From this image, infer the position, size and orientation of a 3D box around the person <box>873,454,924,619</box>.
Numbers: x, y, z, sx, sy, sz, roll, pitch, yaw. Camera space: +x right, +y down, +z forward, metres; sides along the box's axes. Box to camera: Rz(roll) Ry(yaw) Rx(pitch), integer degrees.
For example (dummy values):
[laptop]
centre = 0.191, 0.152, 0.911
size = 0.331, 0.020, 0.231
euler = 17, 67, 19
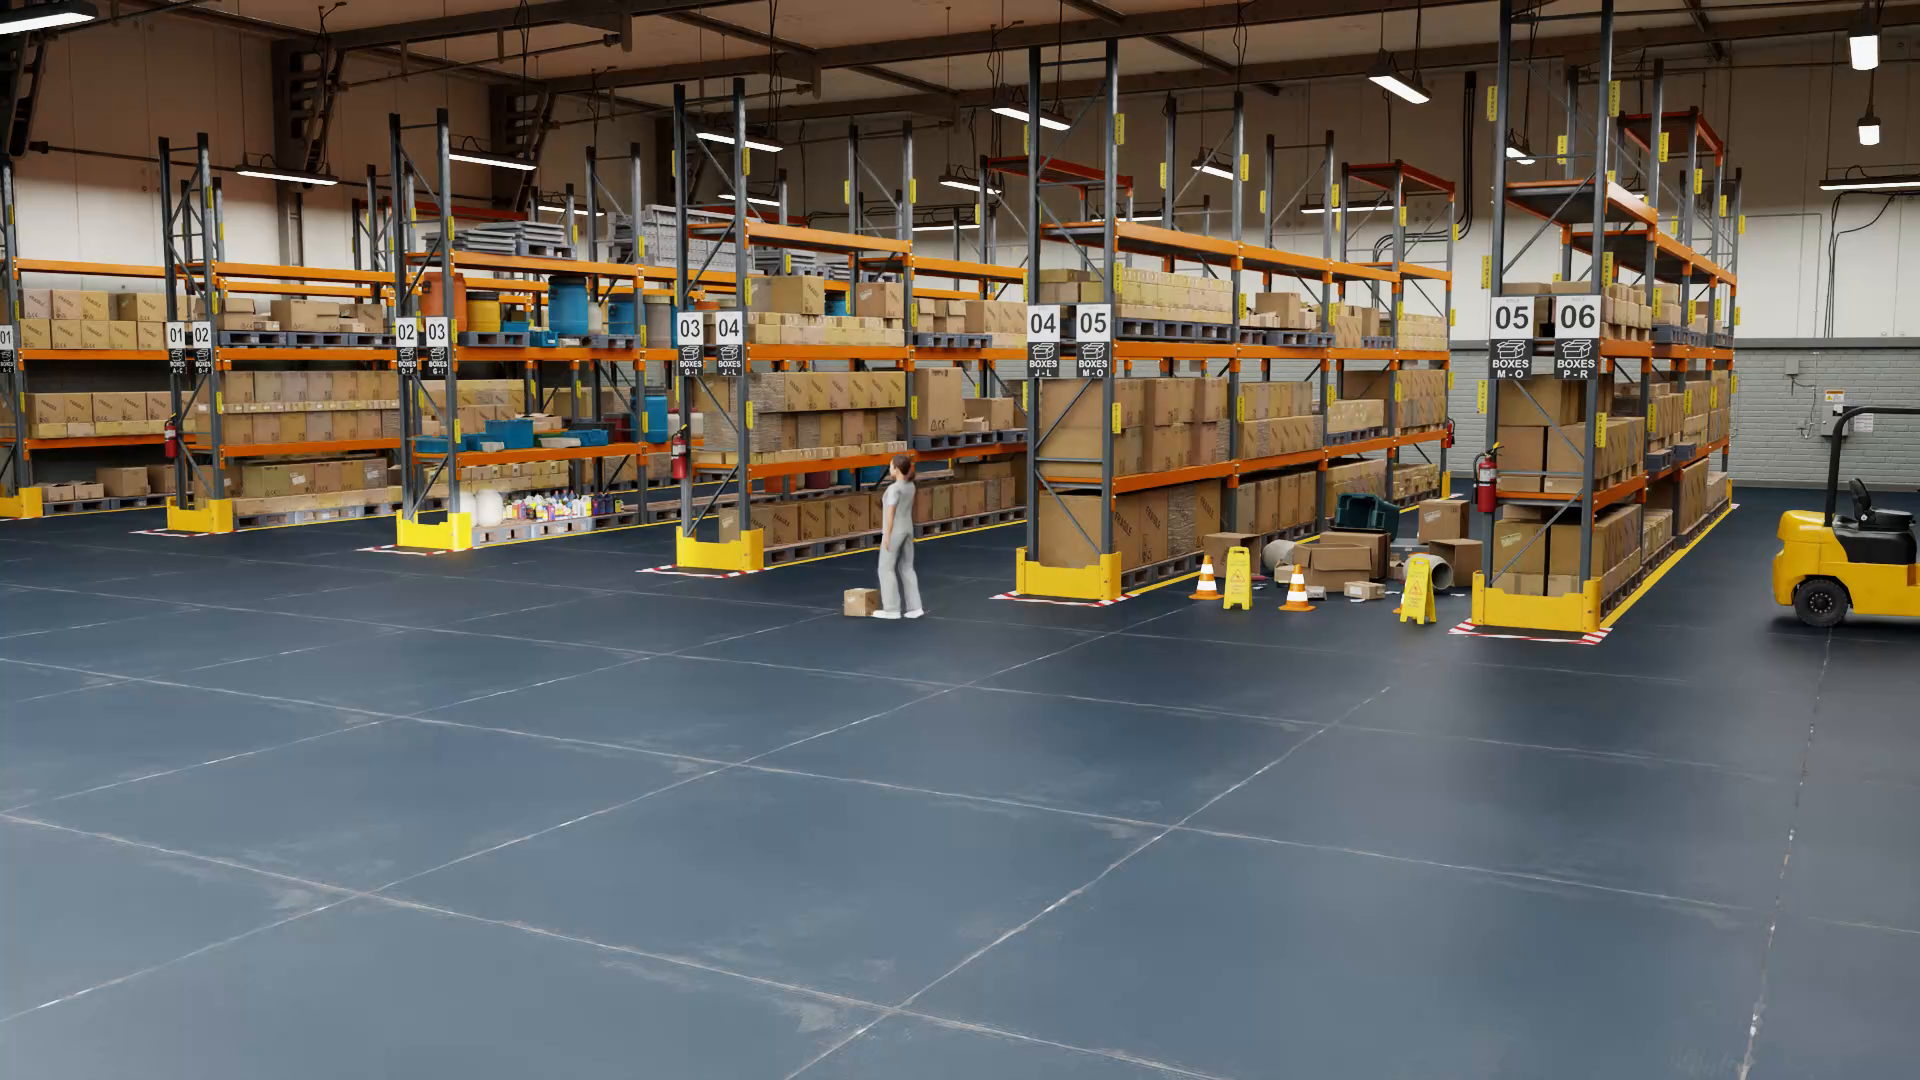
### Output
[person]
centre = -0.626, -0.012, 16.754
size = 0.455, 1.714, 0.438
euler = 3, 7, 30
